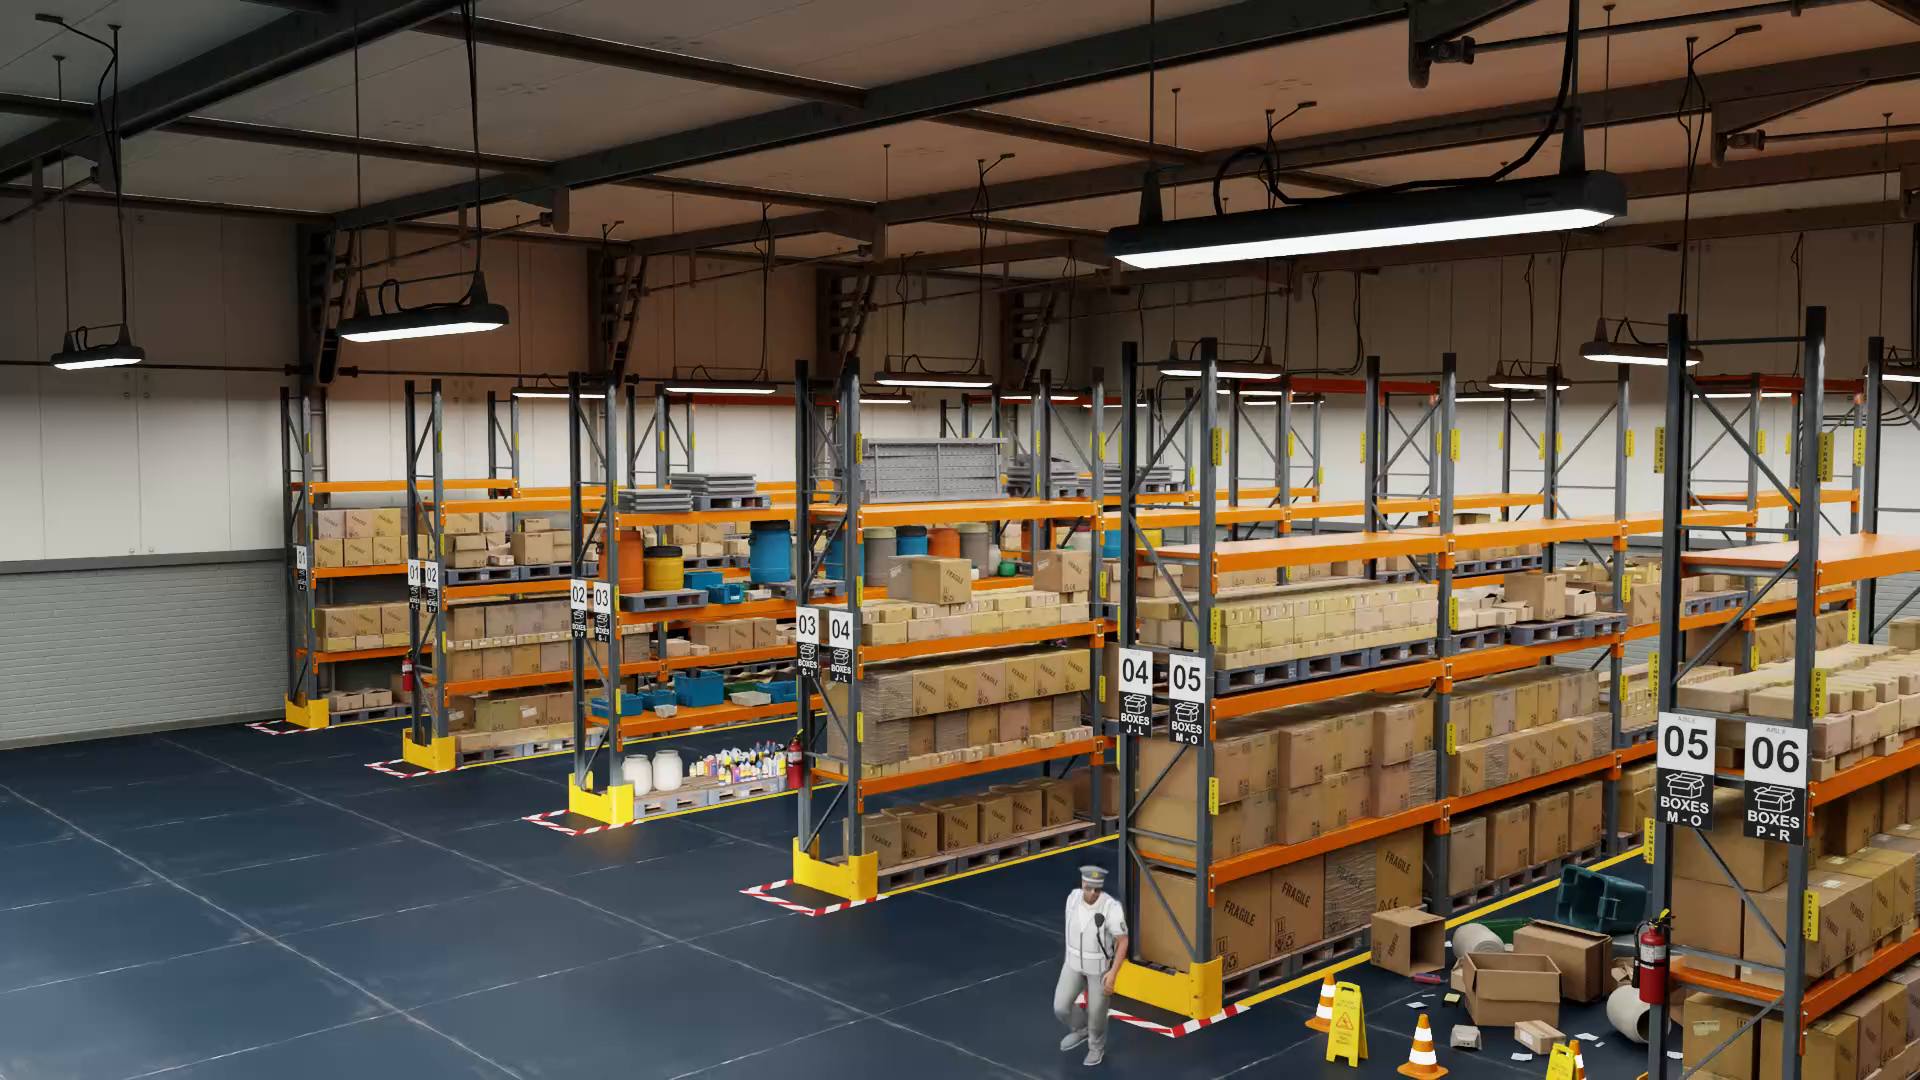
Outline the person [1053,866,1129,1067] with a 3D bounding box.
[{"bbox_3d":[1.072,3.456,13.498,0.667,1.710,0.648,2,4,26],"label":"person"}]
